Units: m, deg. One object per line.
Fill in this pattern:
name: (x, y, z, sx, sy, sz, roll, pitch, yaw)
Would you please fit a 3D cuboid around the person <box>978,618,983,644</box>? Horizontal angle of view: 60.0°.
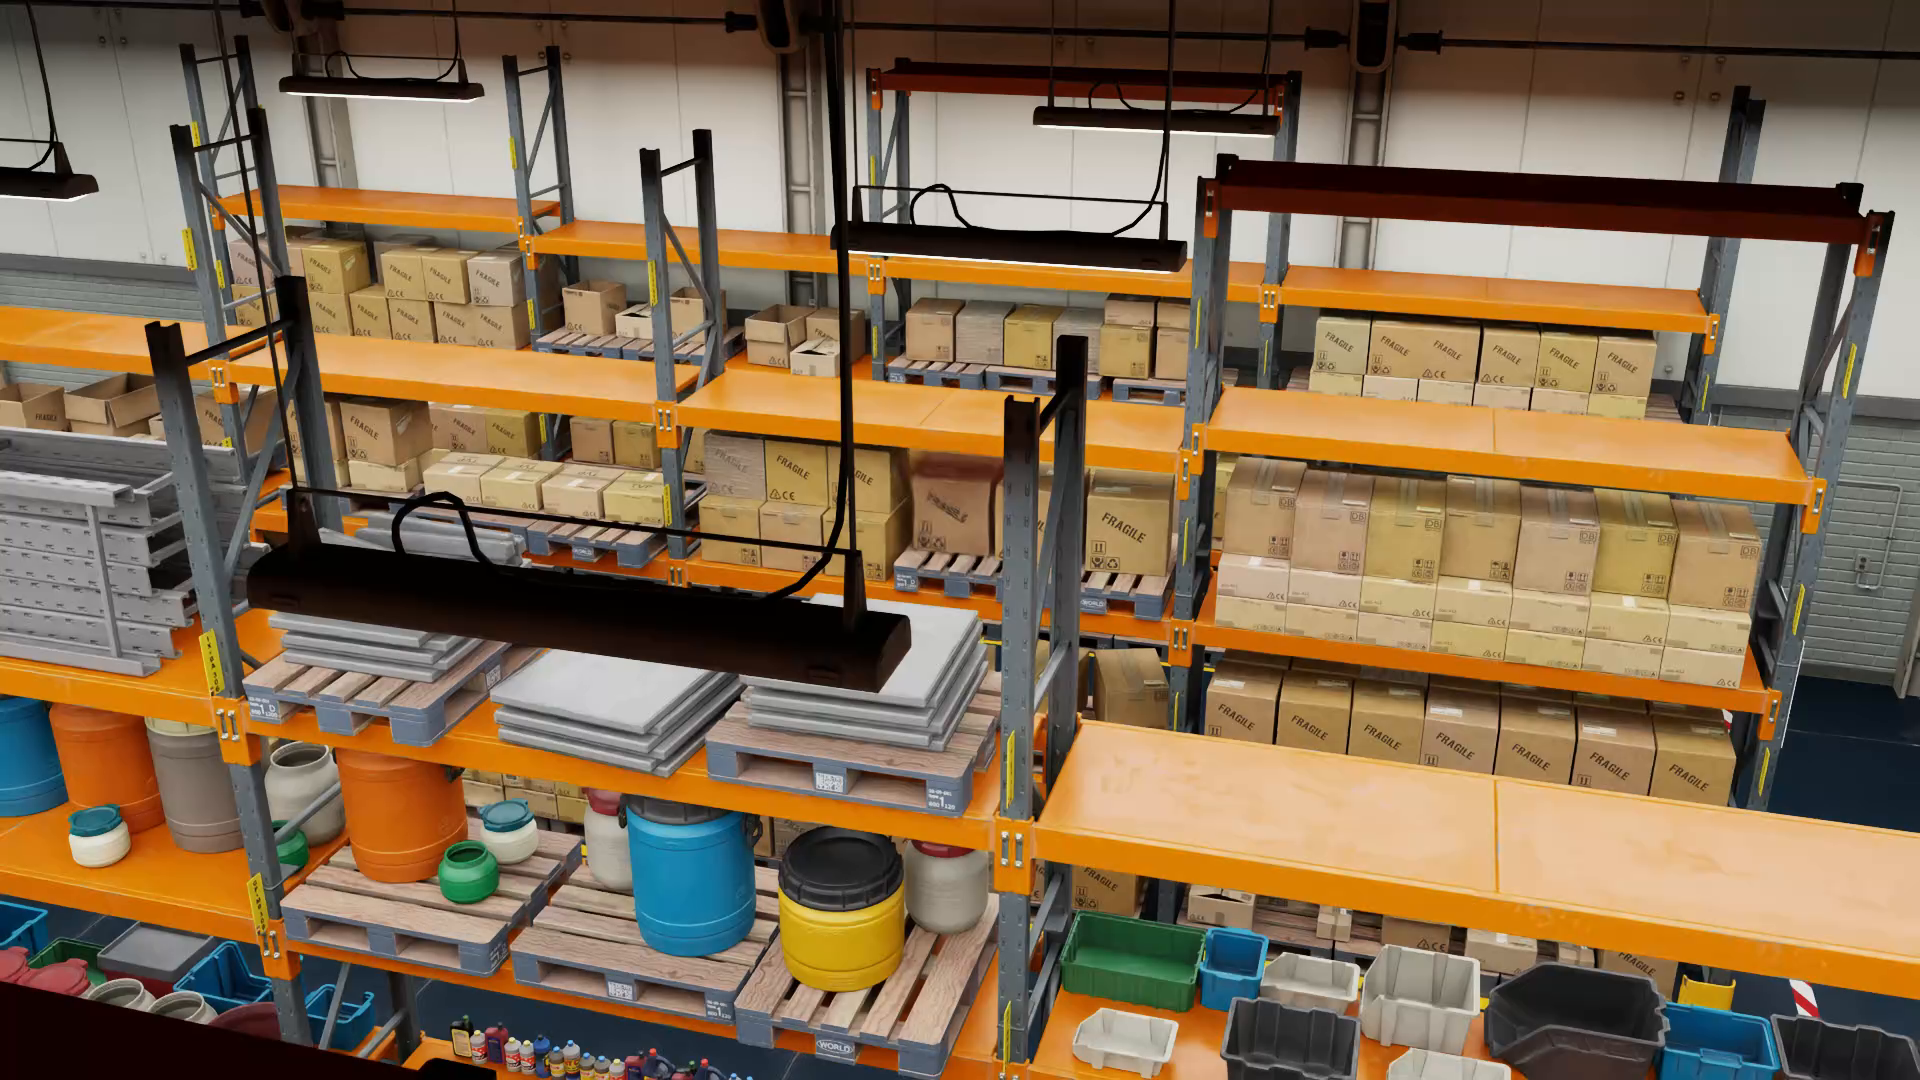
person: (-0.047, 0.957, 15.809, 1.019, 1.513, 0.592, 0, 23, 0)
